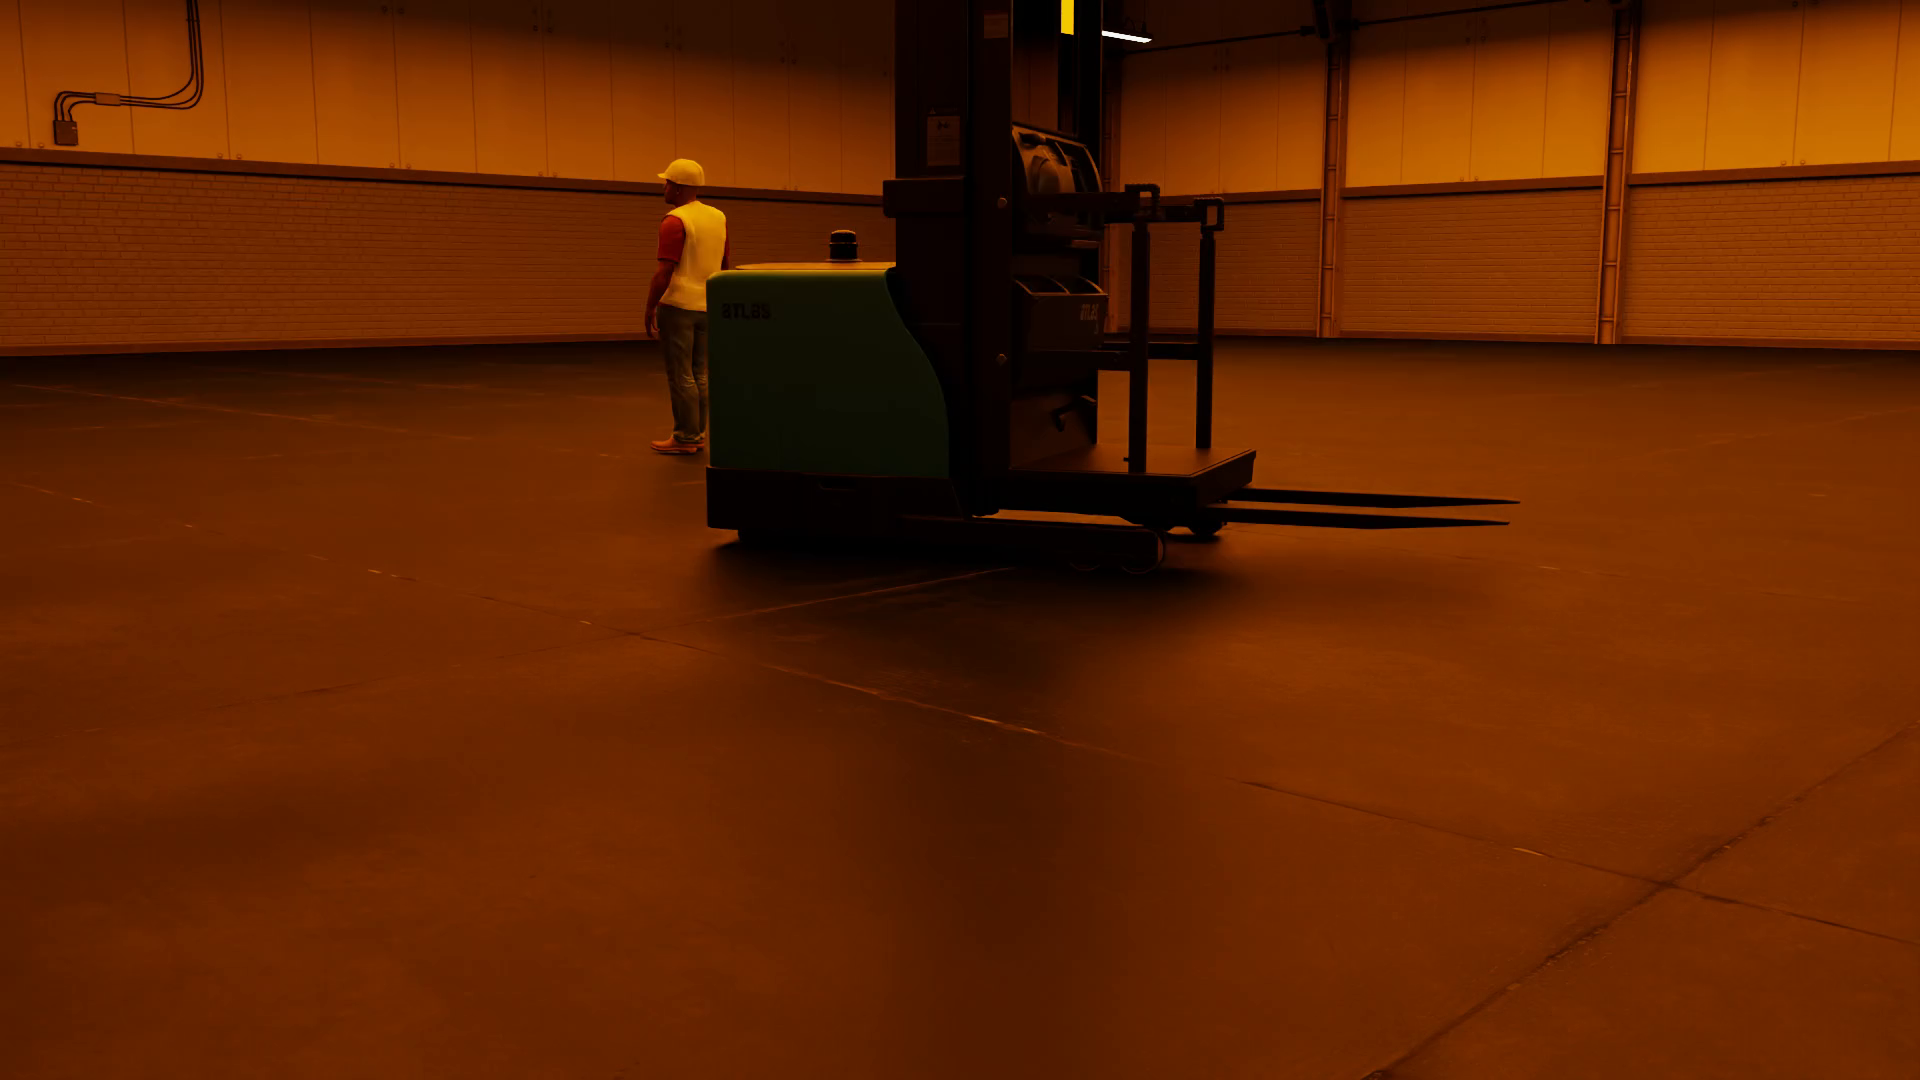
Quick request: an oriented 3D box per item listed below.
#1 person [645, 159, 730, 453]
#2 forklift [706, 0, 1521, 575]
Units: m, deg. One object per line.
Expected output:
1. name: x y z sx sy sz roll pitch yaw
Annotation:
1. person: -1.732 -1.418 10.157 0.576 1.767 0.665 5 10 28
2. forklift: 0.565 -1.416 6.275 3.031 2.935 1.130 3 9 22
